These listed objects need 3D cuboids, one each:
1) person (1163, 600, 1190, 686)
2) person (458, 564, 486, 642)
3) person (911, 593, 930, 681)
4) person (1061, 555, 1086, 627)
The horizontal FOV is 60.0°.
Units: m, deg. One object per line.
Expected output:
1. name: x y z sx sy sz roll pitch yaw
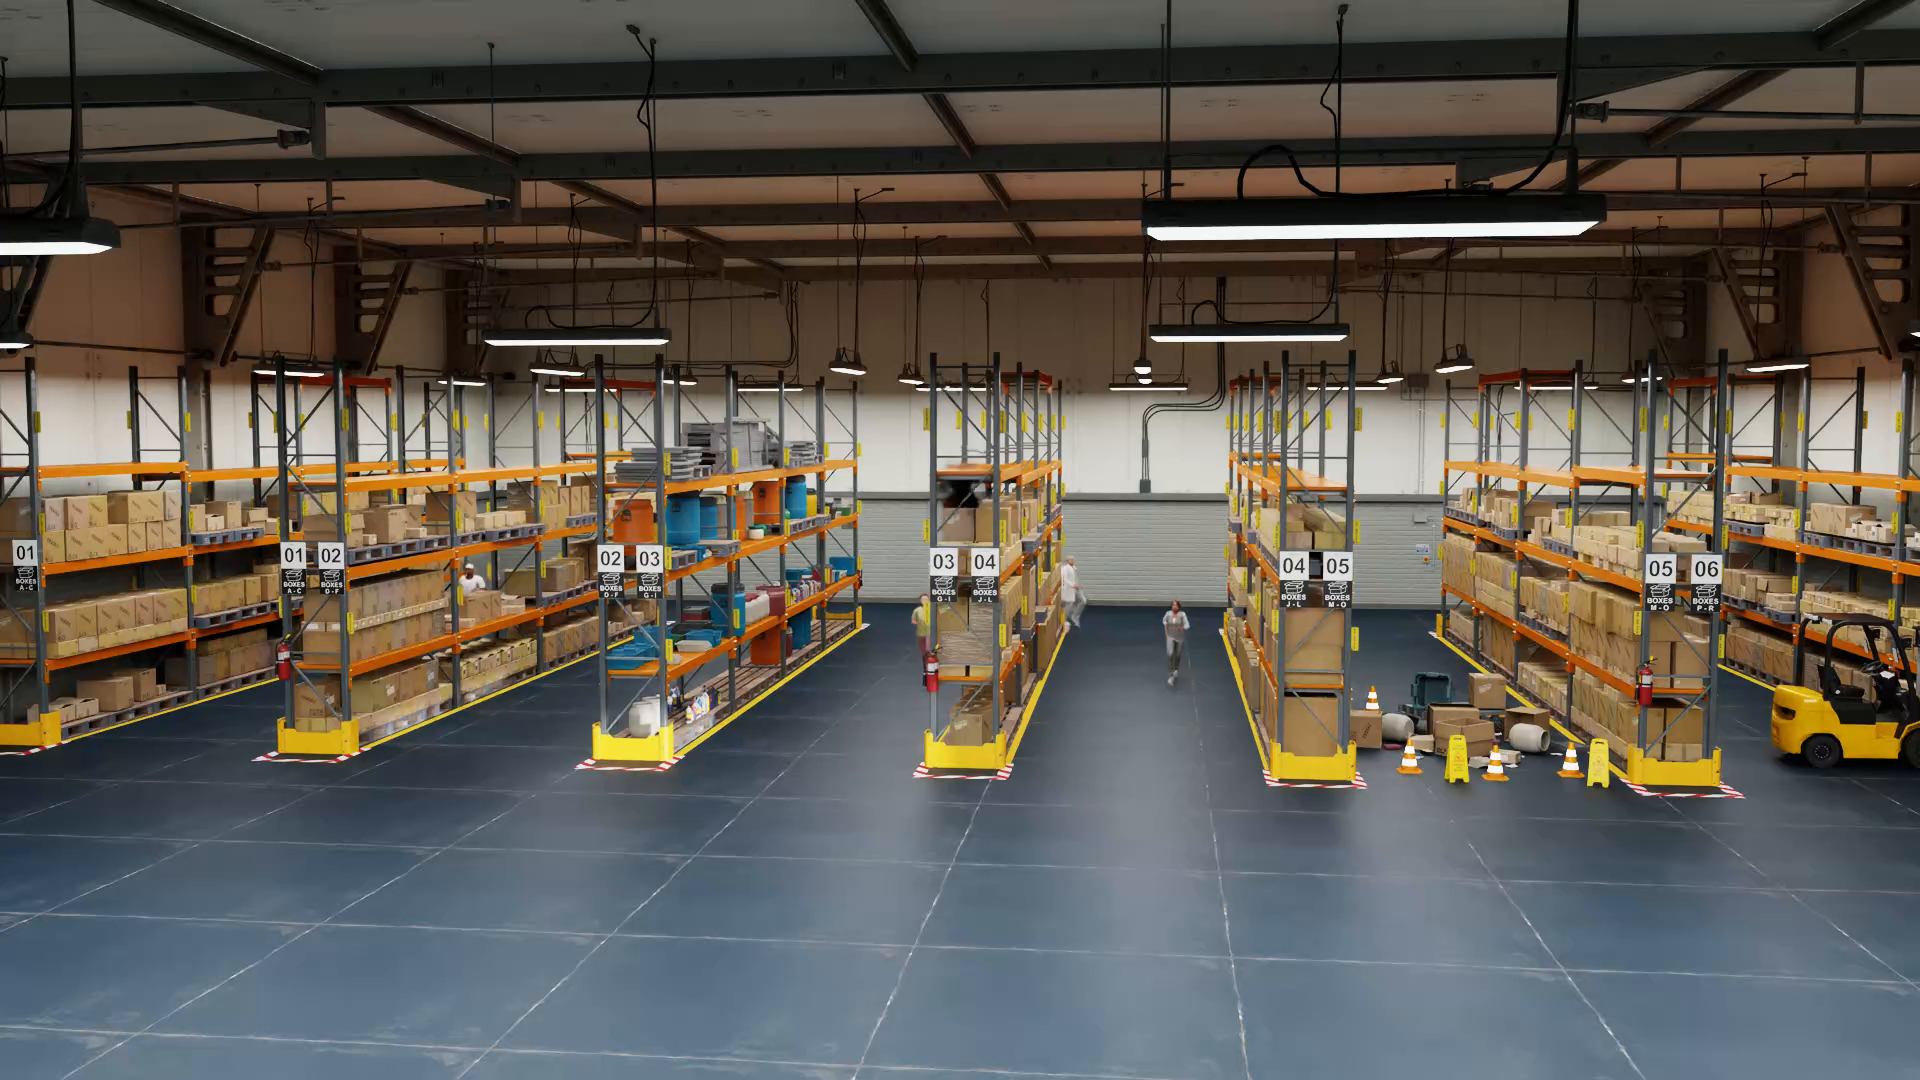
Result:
1. person: 4.158 1.963 32.000 0.511 1.623 0.801 0 4 7
2. person: -11.209 1.411 38.096 0.701 1.757 0.887 0 4 2
3. person: -0.668 1.891 32.287 0.559 1.725 0.738 1 4 10
4. person: 2.710 1.254 40.704 0.699 1.783 0.717 2 5 32
